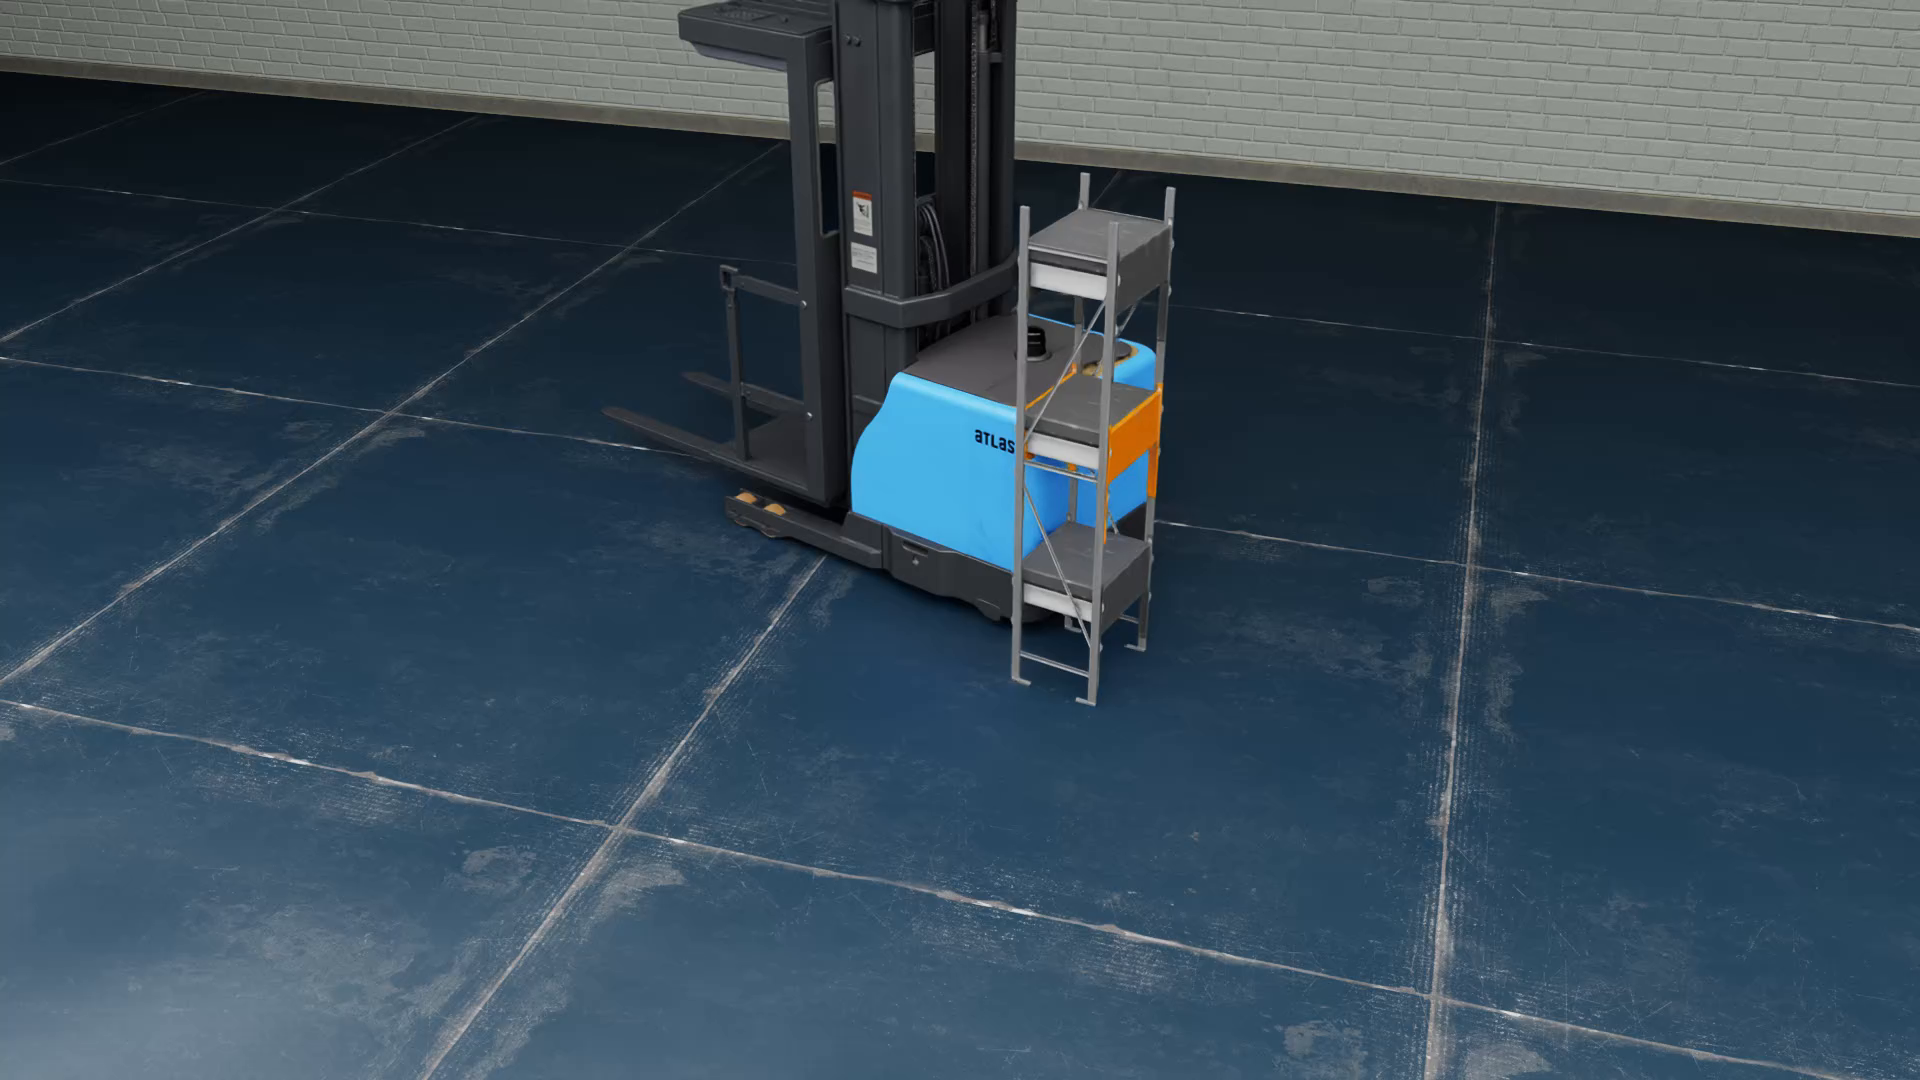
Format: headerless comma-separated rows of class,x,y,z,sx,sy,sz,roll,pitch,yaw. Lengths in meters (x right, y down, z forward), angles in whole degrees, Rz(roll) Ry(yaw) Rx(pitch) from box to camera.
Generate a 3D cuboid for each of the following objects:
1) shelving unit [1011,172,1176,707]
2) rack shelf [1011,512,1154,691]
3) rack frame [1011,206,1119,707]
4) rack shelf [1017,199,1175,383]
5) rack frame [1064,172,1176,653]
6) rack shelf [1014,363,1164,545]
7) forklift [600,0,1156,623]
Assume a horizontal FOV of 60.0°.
shelving unit,0.523,-0.370,6.756,0.431,2.100,0.503,16,33,27
rack shelf,0.523,0.253,7.103,0.431,0.518,0.480,16,33,27
rack frame,0.398,-0.268,6.572,0.400,2.100,0.015,16,33,27
rack shelf,0.523,-0.970,6.422,0.431,0.518,0.480,16,33,27
rack frame,0.648,-0.472,6.939,0.400,2.100,0.015,16,33,27
rack shelf,0.523,-0.358,6.762,0.431,0.518,0.480,16,33,27
forklift,-0.559,-1.476,7.889,3.031,2.935,1.130,20,35,32
